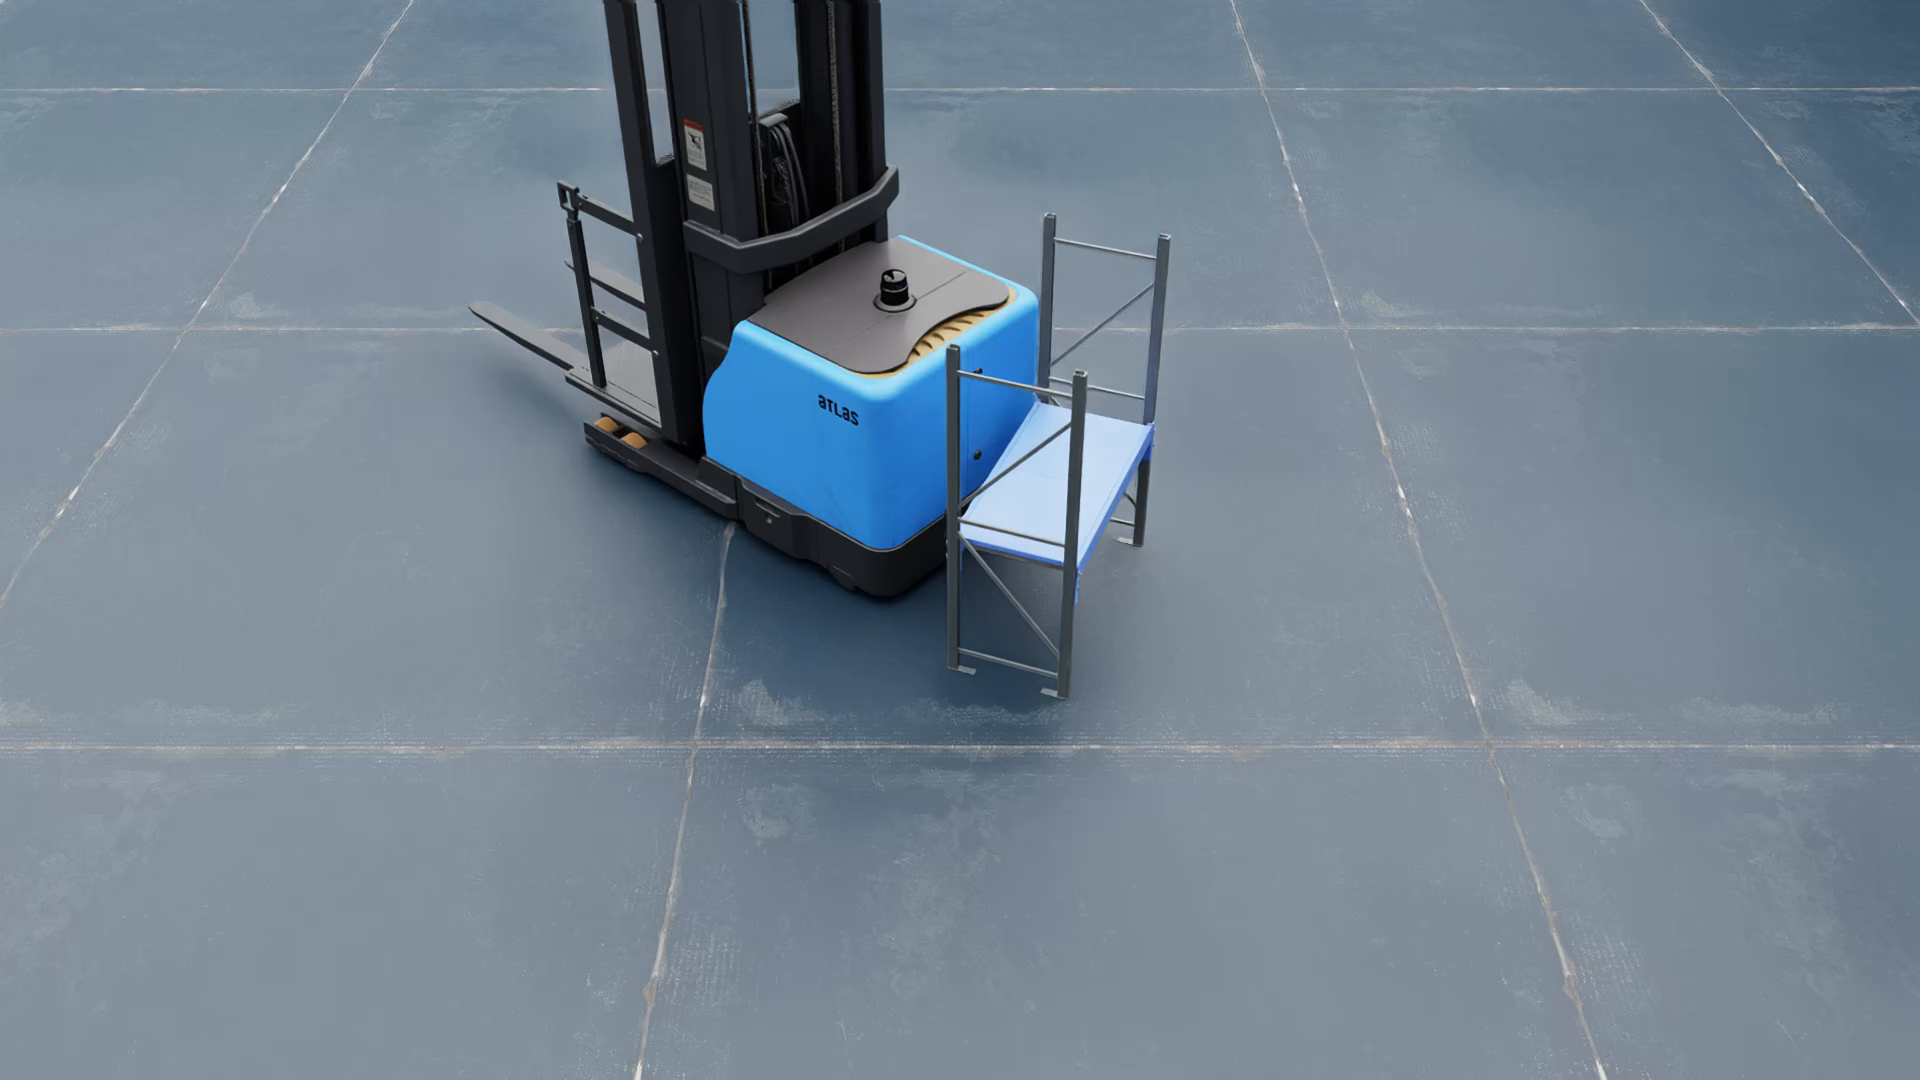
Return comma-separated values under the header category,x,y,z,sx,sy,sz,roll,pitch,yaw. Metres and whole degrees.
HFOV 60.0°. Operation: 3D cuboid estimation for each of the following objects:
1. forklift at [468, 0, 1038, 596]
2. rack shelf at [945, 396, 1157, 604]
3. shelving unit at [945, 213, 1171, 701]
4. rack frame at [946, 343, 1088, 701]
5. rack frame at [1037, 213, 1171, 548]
category,x,y,z,sx,sy,sz,roll,pitch,yaw
forklift,-1.110,-1.692,7.018,3.031,2.935,1.130,28,47,31
rack shelf,0.375,-0.179,6.562,0.538,0.185,1.000,14,41,17
shelving unit,0.375,-0.320,6.450,0.538,1.500,1.048,14,41,17
rack frame,0.190,-0.024,6.080,0.500,1.500,0.032,14,41,17
rack frame,0.561,-0.616,6.819,0.500,1.500,0.032,14,41,17
